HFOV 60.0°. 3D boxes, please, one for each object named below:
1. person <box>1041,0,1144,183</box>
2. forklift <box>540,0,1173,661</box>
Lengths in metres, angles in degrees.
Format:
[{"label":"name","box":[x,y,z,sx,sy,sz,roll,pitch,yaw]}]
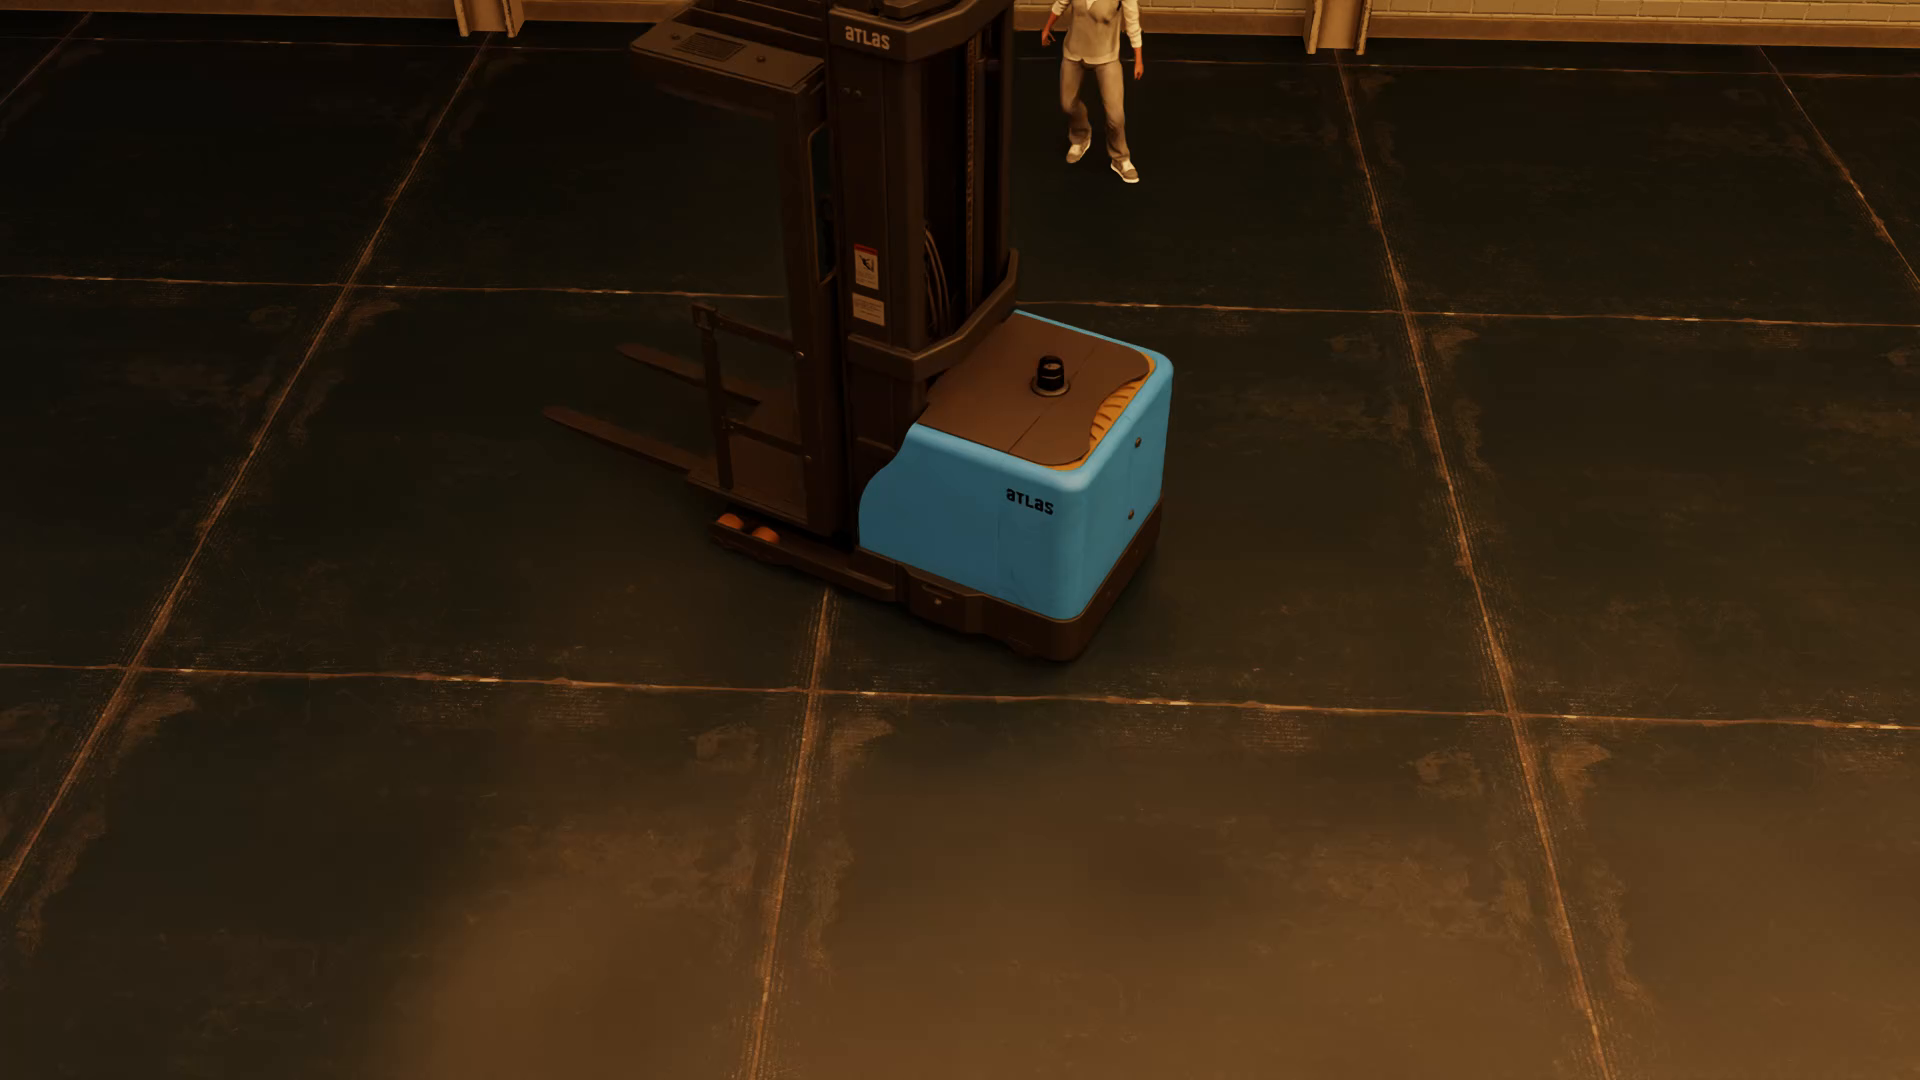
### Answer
[{"label":"person","box":[0.818,-2.930,10.026,0.744,1.556,0.419,20,46,21]},{"label":"forklift","box":[-0.605,-1.272,7.136,3.031,2.935,1.130,20,46,20]}]
